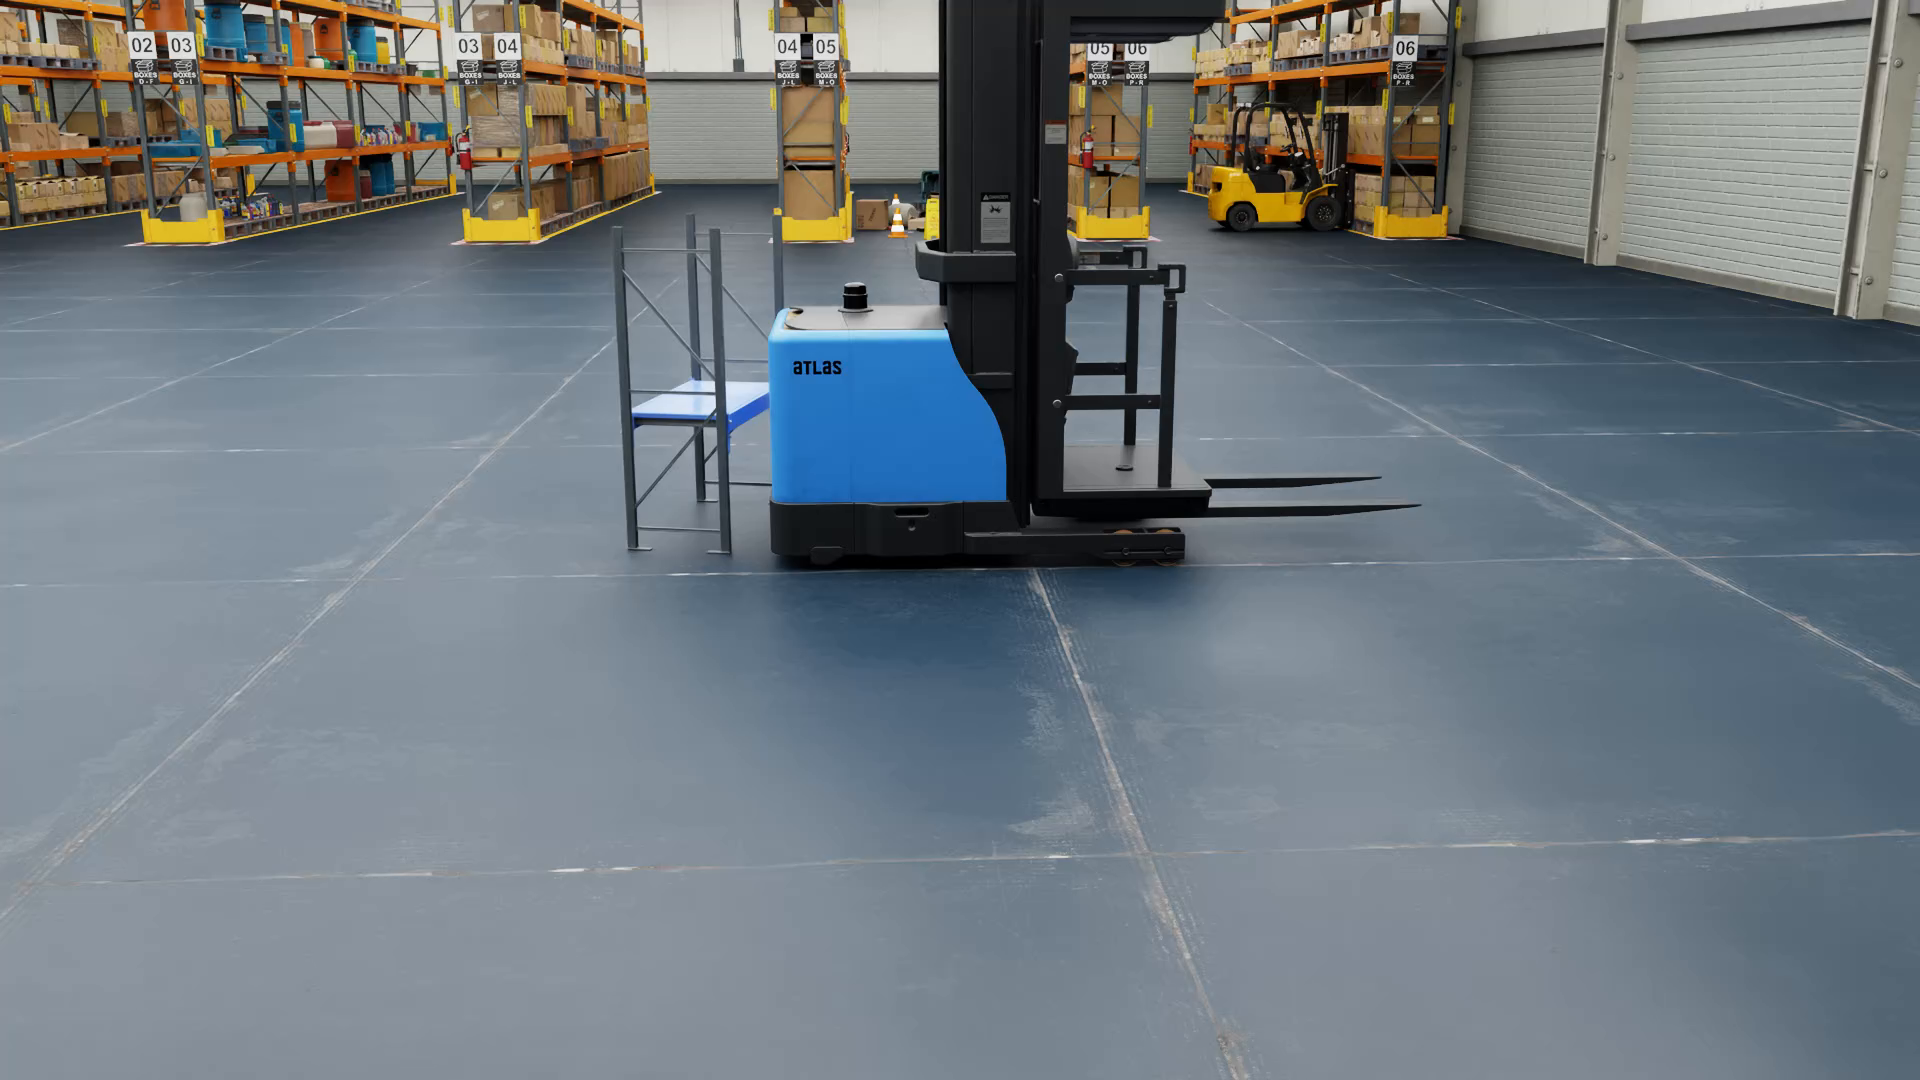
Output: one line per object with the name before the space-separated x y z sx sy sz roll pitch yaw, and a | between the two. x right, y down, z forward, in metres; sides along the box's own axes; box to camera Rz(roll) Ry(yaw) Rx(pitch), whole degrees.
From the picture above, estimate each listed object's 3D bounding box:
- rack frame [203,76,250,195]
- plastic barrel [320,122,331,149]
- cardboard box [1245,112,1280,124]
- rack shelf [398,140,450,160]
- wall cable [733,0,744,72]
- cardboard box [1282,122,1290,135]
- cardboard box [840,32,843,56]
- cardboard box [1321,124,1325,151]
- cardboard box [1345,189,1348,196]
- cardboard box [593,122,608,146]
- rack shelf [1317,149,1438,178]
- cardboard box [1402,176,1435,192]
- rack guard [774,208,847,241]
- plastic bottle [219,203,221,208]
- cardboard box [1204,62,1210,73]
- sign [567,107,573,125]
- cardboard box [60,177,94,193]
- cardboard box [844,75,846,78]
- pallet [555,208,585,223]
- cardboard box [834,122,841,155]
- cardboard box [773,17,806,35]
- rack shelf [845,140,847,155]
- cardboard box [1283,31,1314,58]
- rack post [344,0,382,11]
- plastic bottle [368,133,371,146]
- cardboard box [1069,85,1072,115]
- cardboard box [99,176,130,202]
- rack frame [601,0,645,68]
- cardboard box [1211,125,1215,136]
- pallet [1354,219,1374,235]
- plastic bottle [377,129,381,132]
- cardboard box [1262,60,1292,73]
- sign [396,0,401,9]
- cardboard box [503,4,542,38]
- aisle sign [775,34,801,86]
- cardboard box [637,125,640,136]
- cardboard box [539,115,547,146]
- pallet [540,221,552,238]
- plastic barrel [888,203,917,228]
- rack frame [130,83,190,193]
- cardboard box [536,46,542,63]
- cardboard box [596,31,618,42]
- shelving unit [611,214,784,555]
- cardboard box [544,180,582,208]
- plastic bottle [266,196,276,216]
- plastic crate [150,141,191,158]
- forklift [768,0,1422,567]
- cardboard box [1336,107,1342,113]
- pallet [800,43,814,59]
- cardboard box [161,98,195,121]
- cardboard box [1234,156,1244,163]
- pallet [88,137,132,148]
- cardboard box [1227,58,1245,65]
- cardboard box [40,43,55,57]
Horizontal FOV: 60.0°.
rack frame | -18.249 -10.100 41.262 1.000 3.000 0.127 -1 14 -3
plastic barrel | -12.506 -7.883 32.420 0.421 0.512 0.421 0 14 0
cardboard box | 6.694 -9.150 36.518 0.797 0.503 0.637 -1 14 -5
rack shelf | -13.180 -9.330 39.712 1.077 0.370 4.000 -1 14 -3
wall cable | -5.271 -16.175 46.377 2.277 5.999 0.120 -1 14 -3
cardboard box | 6.807 -8.294 33.538 0.500 0.250 0.500 -1 14 -5
cardboard box | -2.521 -9.639 32.205 0.500 0.500 0.500 -1 14 -3
cardboard box | 6.994 -7.432 30.693 0.500 0.500 0.500 -1 14 -5
cardboard box | 7.032 -6.111 29.430 0.500 0.250 0.500 -1 14 -4
cardboard box | -7.624 -8.436 34.594 0.500 0.500 0.500 0 14 -2
rack shelf | 7.351 -6.653 29.306 1.077 0.370 4.000 -1 14 -3
cardboard box | 7.634 -5.982 27.925 0.500 0.250 0.500 -1 14 -4
rack guard | -2.411 -5.108 26.875 1.175 0.500 0.348 -1 14 -3
plastic bottle | -12.887 -5.762 28.833 0.144 0.351 0.185 -1 14 -4
cardboard box | 6.310 -11.639 40.926 0.500 0.250 0.500 -1 14 -5
sign | -7.076 -7.697 30.186 0.100 0.325 0.005 -1 14 -3
cardboard box | -17.436 -6.998 32.756 0.500 0.311 0.500 -1 14 -4
cardboard box | -3.003 -11.192 39.788 0.500 0.250 0.500 0 14 -1
pallet | -7.667 -6.111 31.354 1.003 0.211 1.213 -1 14 -3
cardboard box | -2.446 -6.766 28.004 0.875 0.550 0.550 -1 14 -3
cardboard box | -2.722 -8.218 26.587 0.500 0.250 0.500 -1 14 -3
rack shelf | -3.280 -9.458 40.209 1.077 0.370 4.000 -1 14 -3
cardboard box | 6.912 -9.938 33.369 0.700 0.500 0.500 -1 14 -5
rack post | -12.804 -11.343 35.055 0.937 0.300 0.954 1 14 3
plastic bottle | -12.550 -8.496 35.284 0.097 0.271 0.097 0 14 0
cardboard box | 2.114 -7.478 28.265 0.700 0.500 0.500 -1 14 -4
cardboard box | -17.496 -7.231 34.243 0.500 0.500 0.500 0 14 -1
rack frame | -8.361 -13.158 41.105 1.000 3.000 0.127 -1 14 -3
cardboard box | 6.393 -9.931 40.308 0.500 0.250 0.500 -1 14 -4
pallet | 7.386 -5.343 28.367 1.003 0.211 1.213 -1 14 -3
plastic bottle | -12.805 -8.885 36.639 0.144 0.351 0.185 -1 14 -3
cardboard box | 6.705 -9.997 35.143 0.500 0.250 0.500 -1 14 -5
sign | -12.507 -11.993 36.999 0.100 0.325 0.005 -1 14 -3
cardboard box | -7.192 -8.534 27.353 0.500 0.500 0.500 -1 14 -4
aisle sign | -2.708 -7.561 26.177 0.394 0.787 0.004 -1 14 -3
cardboard box | -7.967 -9.825 39.896 0.500 0.250 0.500 -1 14 -3
cardboard box | -7.534 -6.975 28.317 0.875 0.500 0.500 -1 14 -3
pallet | -7.389 -5.144 27.596 1.003 0.211 1.213 -1 14 -3
plastic barrel | -1.059 -5.813 29.770 0.512 0.421 0.421 10 18 35
rack frame | -18.001 -9.105 37.396 1.000 3.000 0.127 -1 14 -3
cardboard box | -7.206 -8.028 27.491 0.500 0.250 0.500 -1 14 -4
cardboard box | -8.165 -11.607 38.351 0.500 0.250 0.500 -2 15 -7
shelving unit | -1.233 -0.798 8.116 0.538 1.500 1.048 2 15 9
cardboard box | -7.680 -6.681 32.108 0.700 0.500 0.500 -2 15 -8
plastic bottle | -12.221 -5.918 29.441 0.144 0.351 0.185 -2 15 -6
plastic crate | -12.643 -6.244 26.574 0.499 0.251 0.616 -1 14 -3
forklift | 0.629 -1.429 7.698 3.031 2.935 1.130 -1 14 -3
cardboard box | 6.996 -7.729 29.945 0.380 0.149 0.250 -1 14 -2
pallet | -2.469 -7.919 26.941 1.003 0.211 1.213 -1 14 -3
cardboard box | -17.749 -9.760 37.731 0.500 0.500 0.500 -1 14 -2
cardboard box | 6.552 -8.782 38.413 0.380 0.149 0.250 -2 15 -6
pallet | -17.865 -8.185 34.204 1.213 0.211 1.003 -1 14 -3
cardboard box | 6.353 -10.990 38.163 0.380 0.149 0.250 -1 14 -3
cardboard box | -17.594 -9.310 31.627 0.500 0.250 0.500 -1 14 -5
